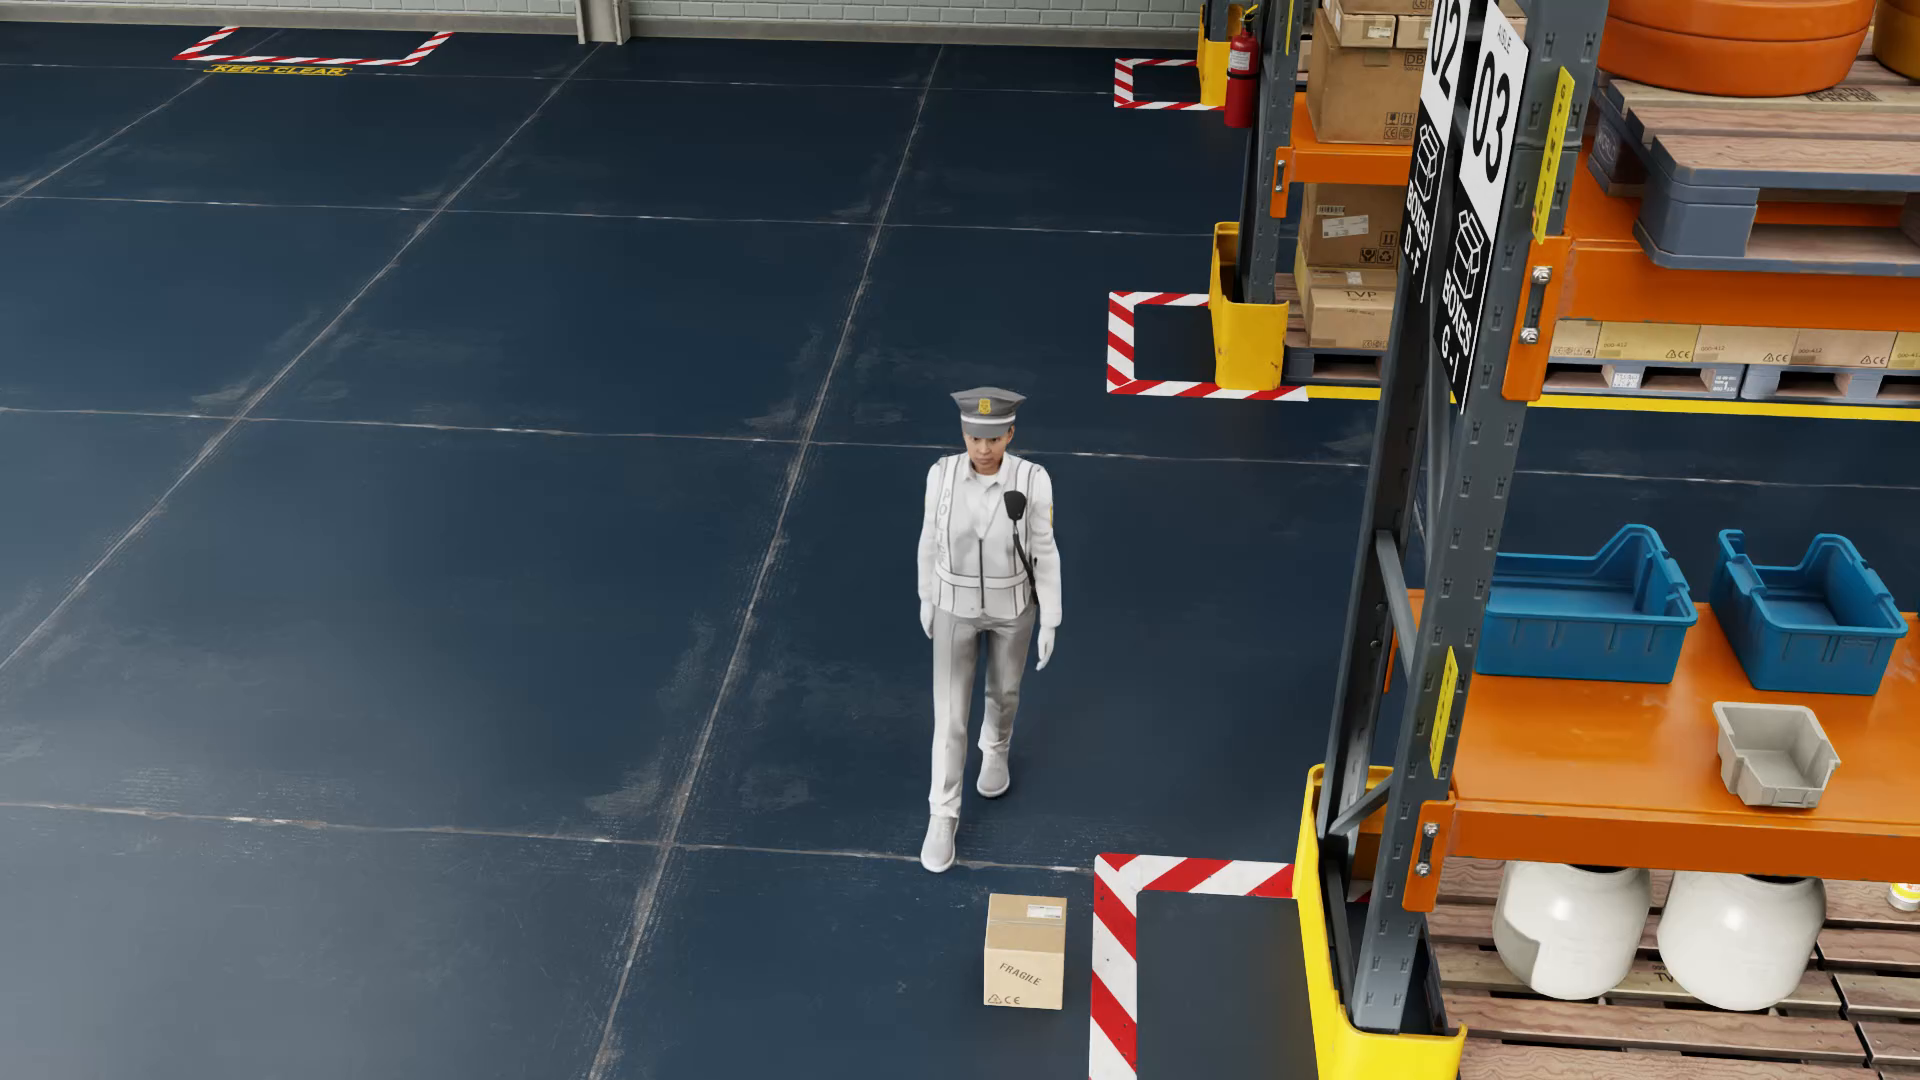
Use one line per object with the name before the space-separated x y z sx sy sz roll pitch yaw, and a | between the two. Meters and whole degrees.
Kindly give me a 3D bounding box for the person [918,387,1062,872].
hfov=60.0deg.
person | 0.093 0.287 5.632 0.500 1.682 0.703 2 32 3
